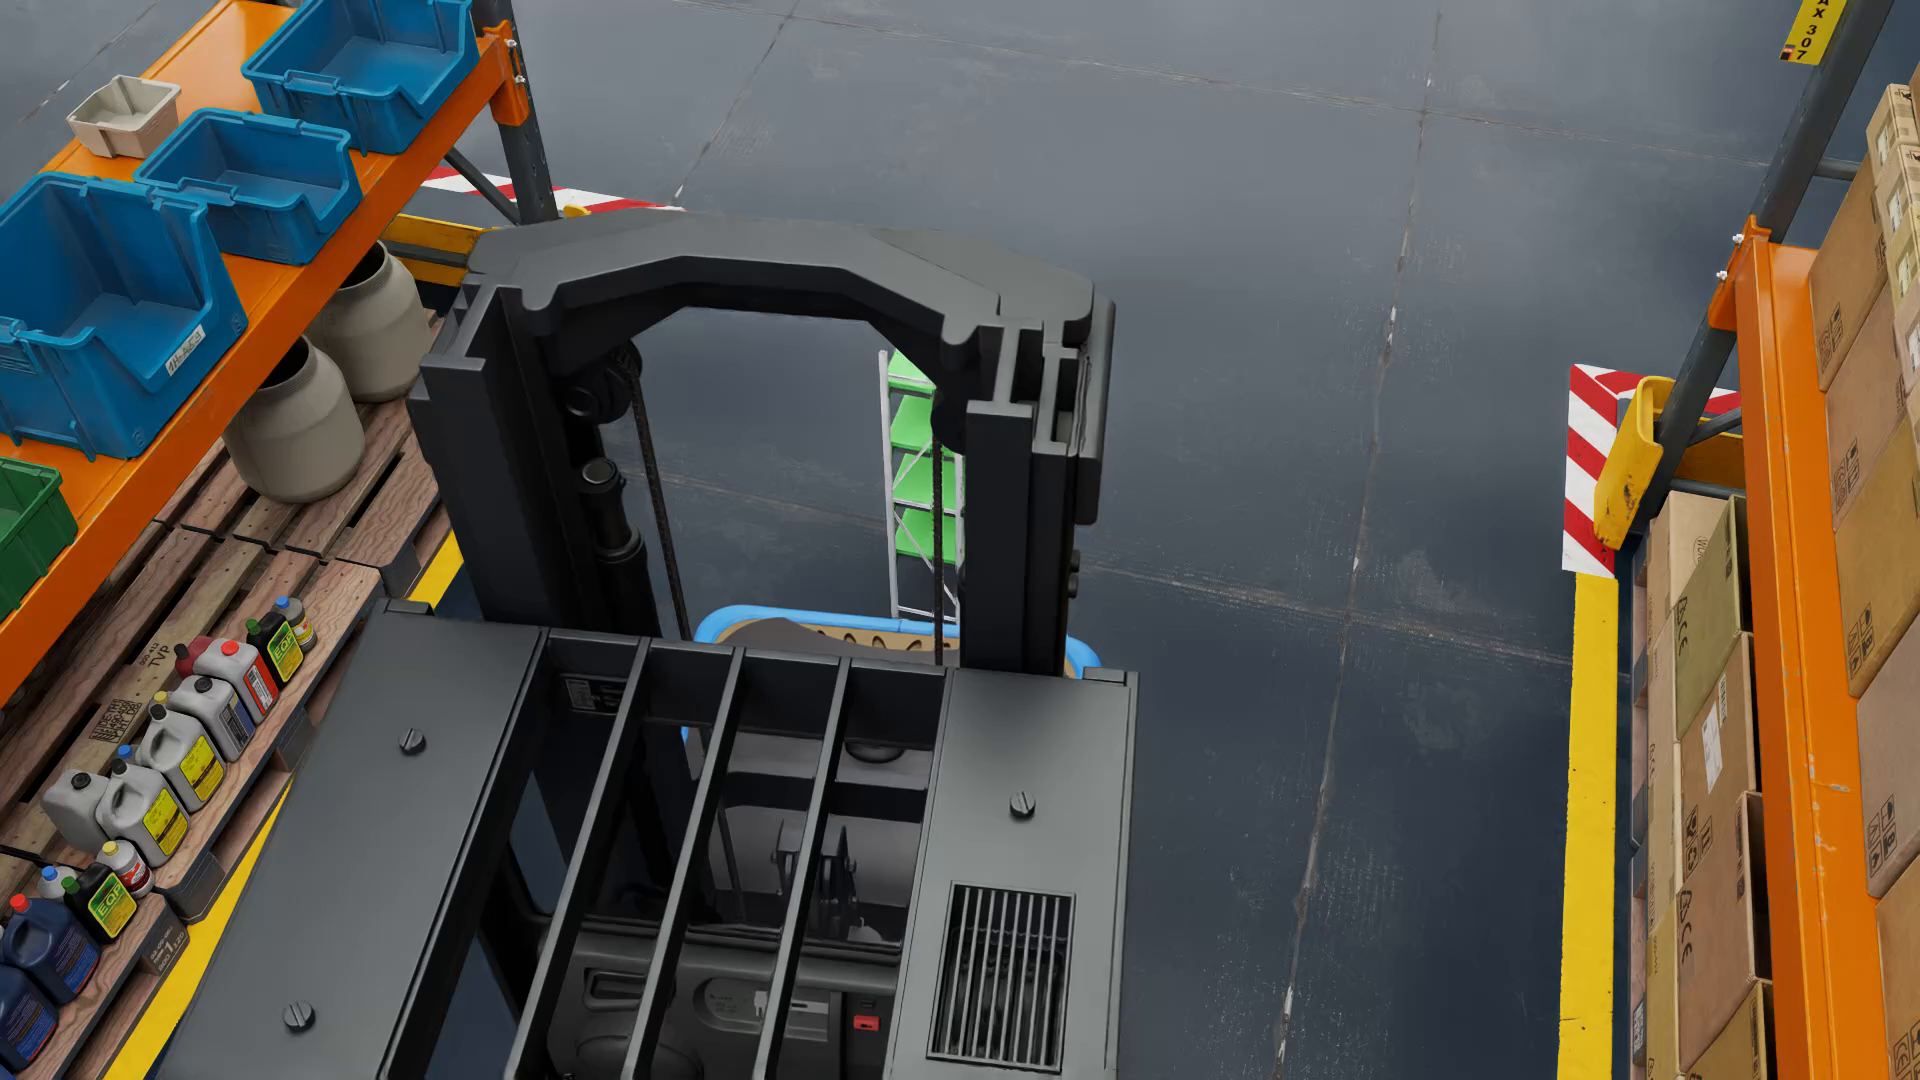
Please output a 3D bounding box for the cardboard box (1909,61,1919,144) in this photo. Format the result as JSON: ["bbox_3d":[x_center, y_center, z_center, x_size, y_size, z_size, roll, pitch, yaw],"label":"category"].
[{"bbox_3d":[2.639,-1.054,3.748,0.700,0.500,0.500,12,50,10],"label":"cardboard box"}]

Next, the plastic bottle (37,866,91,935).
[{"bbox_3d":[-2.378,0.953,4.435,0.097,0.271,0.097,0,49,0],"label":"plastic bottle"}]

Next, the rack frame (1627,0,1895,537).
[{"bbox_3d":[2.788,-0.966,4.601,1.000,3.000,0.127,12,50,10],"label":"rack frame"}]

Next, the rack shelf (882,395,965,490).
[{"bbox_3d":[-0.044,-0.394,5.062,0.258,0.148,0.480,12,50,10],"label":"rack shelf"}]

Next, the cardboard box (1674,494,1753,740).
[{"bbox_3d":[2.302,0.263,4.571,0.500,0.500,0.500,12,50,10],"label":"cardboard box"}]

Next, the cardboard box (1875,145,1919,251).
[{"bbox_3d":[2.410,-0.780,3.939,0.380,0.149,0.250,10,49,9],"label":"cardboard box"}]

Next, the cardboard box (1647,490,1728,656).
[{"bbox_3d":[2.432,0.149,5.171,0.500,0.250,0.500,12,50,10],"label":"cardboard box"}]

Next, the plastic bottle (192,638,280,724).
[{"bbox_3d":[-2.143,0.402,4.918,0.152,0.276,0.135,12,50,10],"label":"plastic bottle"}]

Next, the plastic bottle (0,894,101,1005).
[{"bbox_3d":[-2.380,1.040,4.305,0.144,0.351,0.185,10,49,8],"label":"plastic bottle"}]

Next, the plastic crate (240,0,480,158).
[{"bbox_3d":[-1.833,-1.475,5.151,0.499,0.251,0.616,12,50,10],"label":"plastic crate"}]

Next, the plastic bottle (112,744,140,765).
[{"bbox_3d":[-2.347,0.655,4.744,0.097,0.201,0.097,0,49,0],"label":"plastic bottle"}]

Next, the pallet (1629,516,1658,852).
[{"bbox_3d":[2.627,0.519,5.151,1.003,0.211,1.213,12,50,10],"label":"pallet"}]

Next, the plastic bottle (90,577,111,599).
[{"bbox_3d":[-2.768,0.061,5.221,0.097,0.271,0.097,0,49,0],"label":"plastic bottle"}]

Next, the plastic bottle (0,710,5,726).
[{"bbox_3d":[-2.910,0.477,4.902,0.097,0.201,0.097,0,49,0],"label":"plastic bottle"}]

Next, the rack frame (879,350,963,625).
[{"bbox_3d":[-0.108,-0.101,5.039,0.240,1.200,0.015,12,50,10],"label":"rack frame"}]

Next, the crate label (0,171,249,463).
[{"bbox_3d":[-2.213,-0.573,4.231,0.502,0.435,0.616,12,50,10],"label":"crate label"}]

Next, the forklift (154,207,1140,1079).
[{"bbox_3d":[-0.327,1.038,2.879,1.130,2.935,3.031,5,49,5],"label":"forklift"}]

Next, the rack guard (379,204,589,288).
[{"bbox_3d":[-1.964,-1.054,6.347,1.175,0.500,0.348,12,50,10],"label":"rack guard"}]

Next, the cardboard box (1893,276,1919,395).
[{"bbox_3d":[2.274,-0.418,3.619,0.380,0.149,0.250,11,49,9],"label":"cardboard box"}]

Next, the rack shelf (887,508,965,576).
[{"bbox_3d":[-0.044,-0.076,5.422,0.258,0.148,0.480,12,50,10],"label":"rack shelf"}]

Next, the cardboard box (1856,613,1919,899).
[{"bbox_3d":[2.248,0.457,3.279,0.700,0.500,0.500,13,50,11],"label":"cardboard box"}]

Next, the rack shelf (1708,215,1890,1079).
[{"bbox_3d":[2.261,0.719,3.594,1.077,0.370,4.000,12,50,10],"label":"rack shelf"}]

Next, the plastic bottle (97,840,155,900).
[{"bbox_3d":[-2.283,0.889,4.537,0.097,0.201,0.097,0,49,0],"label":"plastic bottle"}]

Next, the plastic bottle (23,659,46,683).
[{"bbox_3d":[-2.858,0.309,5.003,0.097,0.271,0.097,0,49,0],"label":"plastic bottle"}]

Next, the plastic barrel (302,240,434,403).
[{"bbox_3d":[-2.089,-0.770,5.808,0.421,0.512,0.421,0,49,0],"label":"plastic barrel"}]

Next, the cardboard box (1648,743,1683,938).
[{"bbox_3d":[2.172,0.873,4.532,0.500,0.250,0.500,12,50,10],"label":"cardboard box"}]

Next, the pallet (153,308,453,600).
[{"bbox_3d":[-2.183,-0.372,5.938,1.003,0.211,1.213,12,50,10],"label":"pallet"}]

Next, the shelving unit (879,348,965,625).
[{"bbox_3d":[-0.044,-0.277,5.194,0.258,1.200,0.503,12,50,10],"label":"shelving unit"}]

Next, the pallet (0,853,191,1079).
[{"bbox_3d":[-2.826,1.393,4.380,1.003,0.211,1.213,12,50,10],"label":"pallet"}]

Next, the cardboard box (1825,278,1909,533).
[{"bbox_3d":[2.519,-0.283,3.932,0.700,0.500,0.500,13,50,11],"label":"cardboard box"}]

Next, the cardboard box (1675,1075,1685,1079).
[{"bbox_3d":[1.905,1.596,3.895,0.500,0.250,0.500,12,50,10],"label":"cardboard box"}]

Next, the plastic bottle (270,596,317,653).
[{"bbox_3d":[-2.050,0.250,5.102,0.097,0.201,0.097,0,49,0],"label":"plastic bottle"}]

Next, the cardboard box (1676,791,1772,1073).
[{"bbox_3d":[2.035,0.986,3.933,0.500,0.500,0.500,12,50,10],"label":"cardboard box"}]

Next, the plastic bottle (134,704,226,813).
[{"bbox_3d":[-2.219,0.598,4.695,0.144,0.351,0.185,13,50,12],"label":"plastic bottle"}]
